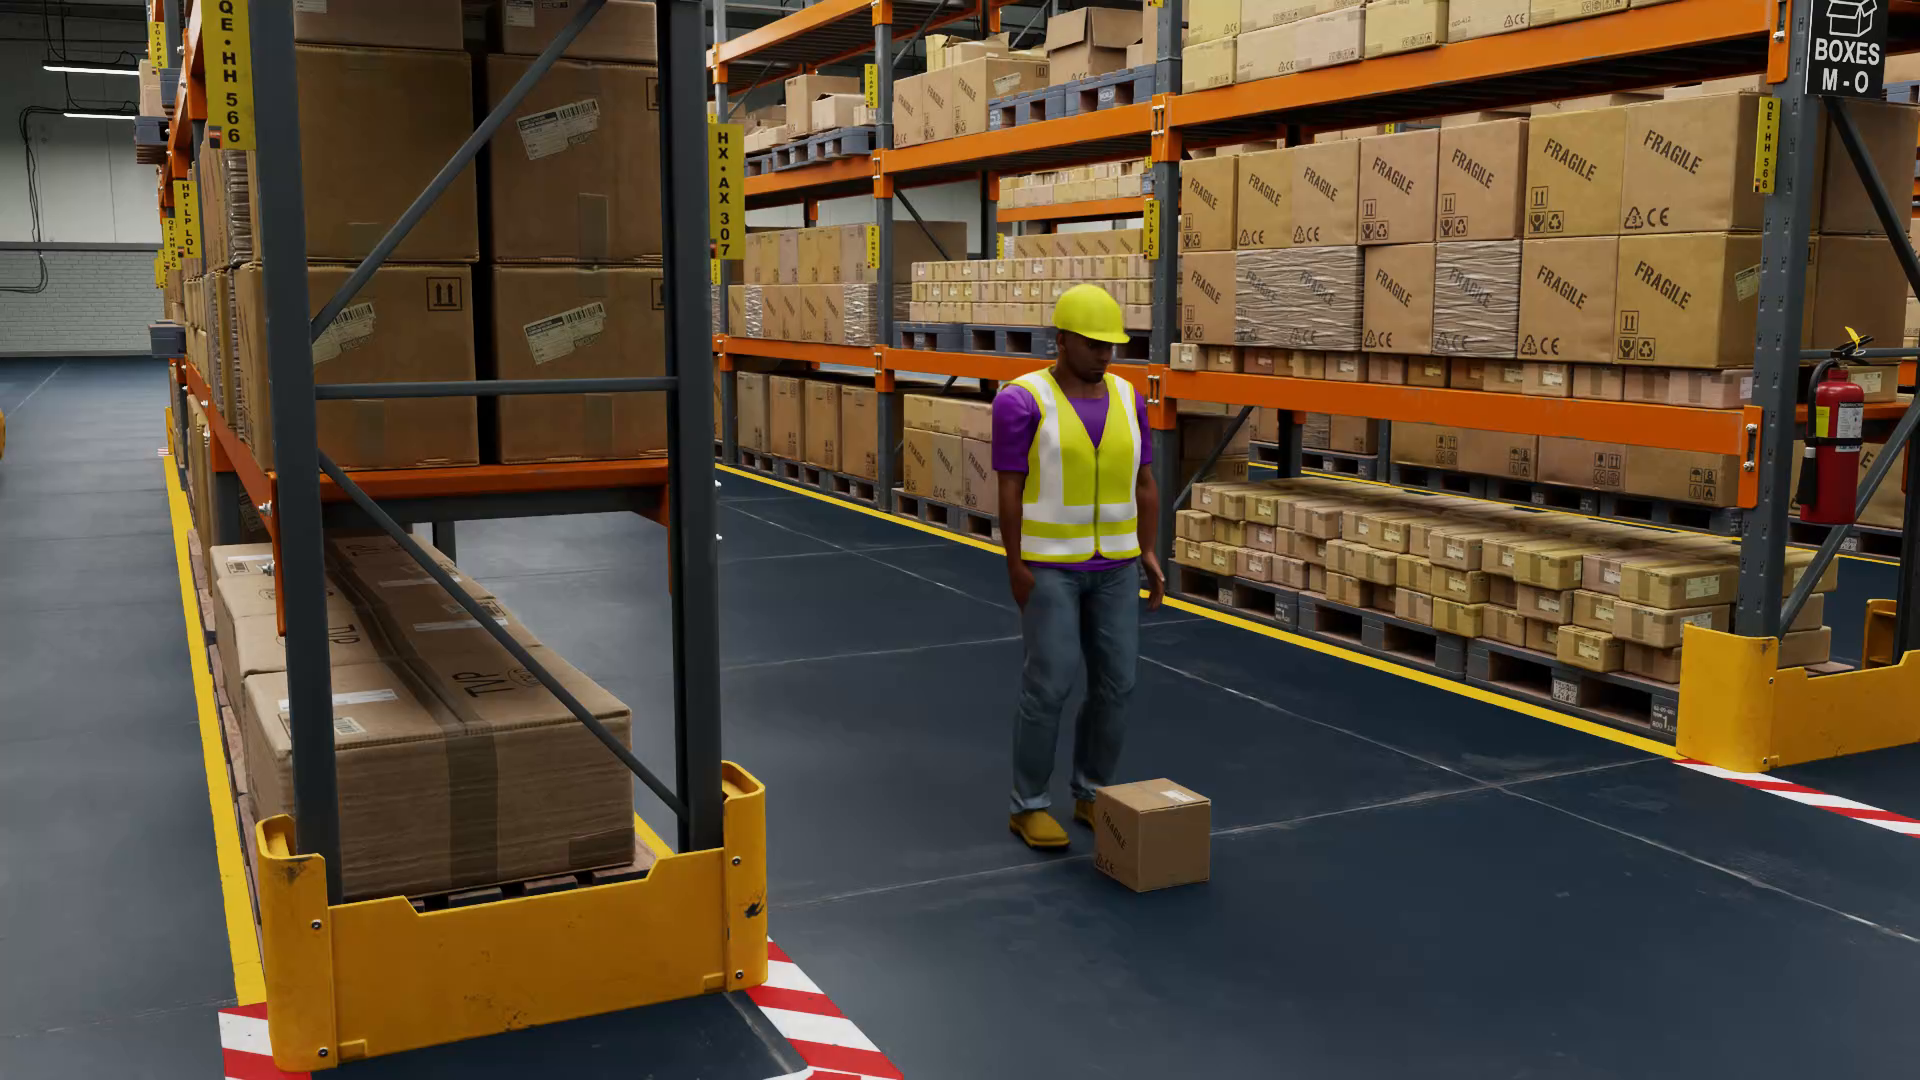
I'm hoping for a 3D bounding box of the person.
[{"bbox_3d":[0.382,0.076,5.284,0.568,1.762,0.371,-4,9,-25],"label":"person"}]
